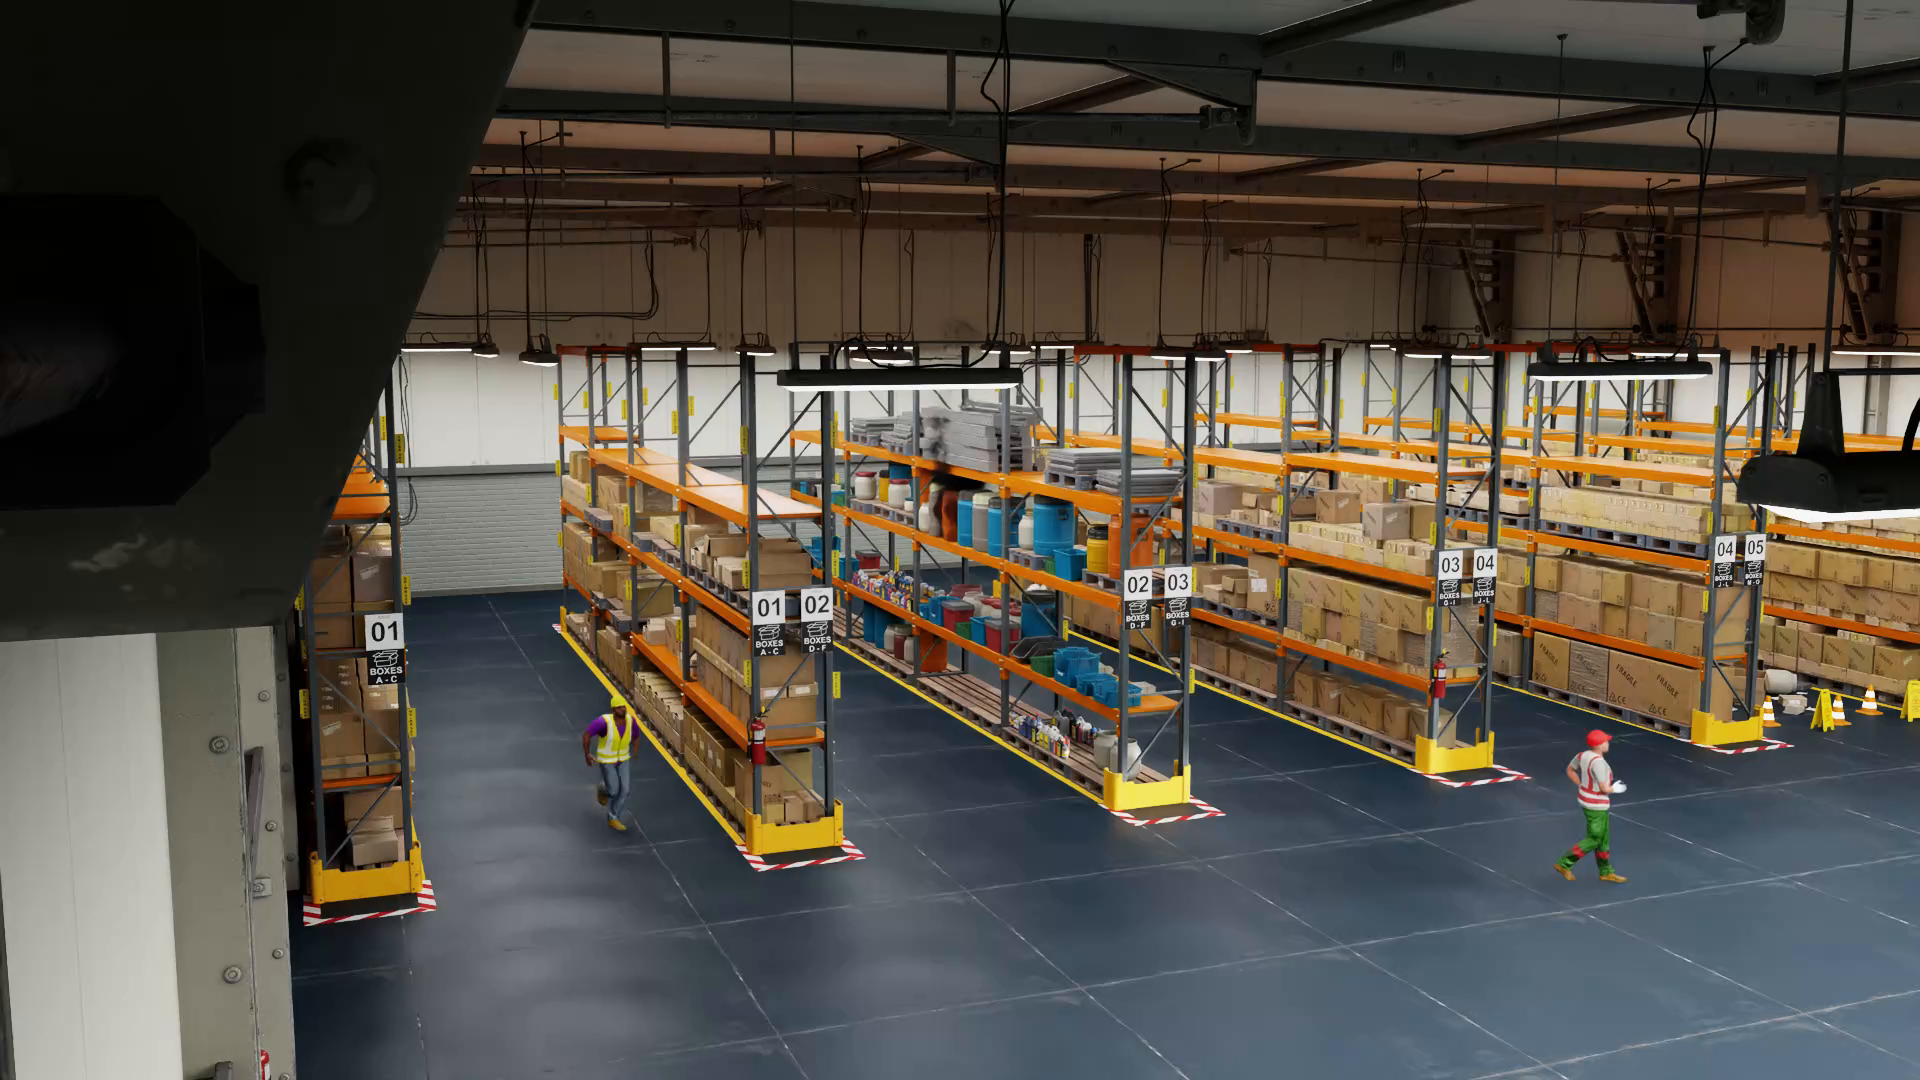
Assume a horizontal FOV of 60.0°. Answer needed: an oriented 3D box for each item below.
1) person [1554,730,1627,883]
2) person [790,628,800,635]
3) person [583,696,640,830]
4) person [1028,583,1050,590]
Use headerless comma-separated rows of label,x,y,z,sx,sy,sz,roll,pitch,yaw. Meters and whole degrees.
person,7.223,3.032,18.905,0.829,1.784,0.673,0,7,2
person,-2.971,1.612,28.435,0.674,1.697,0.581,-4,8,-31
person,-4.427,2.814,21.220,0.741,1.717,0.698,-5,9,-37
person,1.471,1.386,30.940,0.599,1.736,0.717,-4,8,-26
